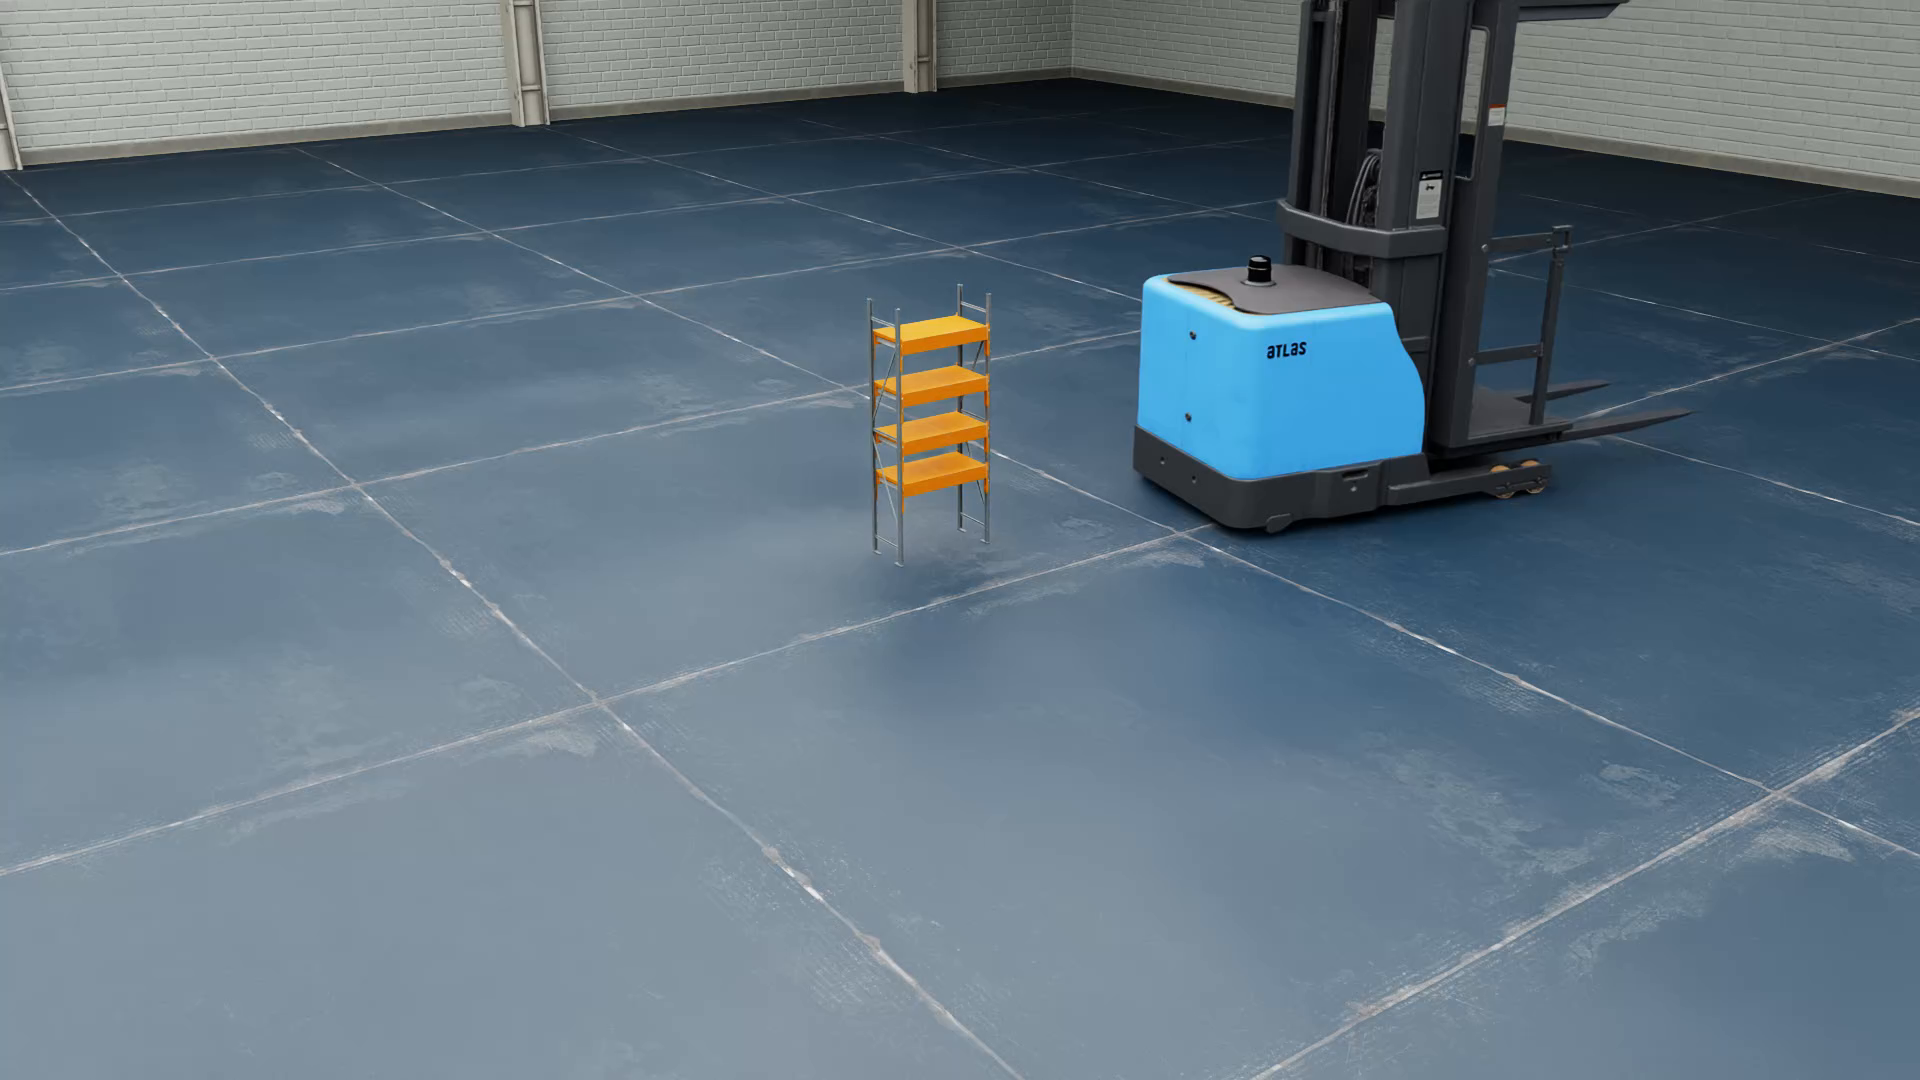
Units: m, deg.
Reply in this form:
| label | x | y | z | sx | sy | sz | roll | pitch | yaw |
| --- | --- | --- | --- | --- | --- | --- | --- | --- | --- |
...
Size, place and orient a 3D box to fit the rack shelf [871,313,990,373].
| label | x | y | z | sx | sy | sz | roll | pitch | yaw |
| --- | --- | --- | --- | --- | --- | --- | --- | --- | --- |
| rack shelf | -0.134 | -0.886 | 7.439 | 0.480 | 0.148 | 0.258 | -15 | 26 | -33 |

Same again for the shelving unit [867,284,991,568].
| label | x | y | z | sx | sy | sz | roll | pitch | yaw |
| --- | --- | --- | --- | --- | --- | --- | --- | --- | --- |
| shelving unit | -0.134 | -0.521 | 7.584 | 0.503 | 1.200 | 0.258 | -15 | 26 | -33 |

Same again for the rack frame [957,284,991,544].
| label | x | y | z | sx | sy | sz | roll | pitch | yaw |
| --- | --- | --- | --- | --- | --- | --- | --- | --- | --- |
| rack frame | 0.064 | -0.574 | 7.717 | 0.015 | 1.200 | 0.240 | -15 | 26 | -33 |

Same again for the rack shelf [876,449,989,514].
| label | x | y | z | sx | sy | sz | roll | pitch | yaw |
| --- | --- | --- | --- | --- | --- | --- | --- | --- | --- |
| rack shelf | -0.134 | -0.275 | 7.683 | 0.480 | 0.148 | 0.258 | -15 | 26 | -33 |

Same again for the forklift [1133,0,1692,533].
| label | x | y | z | sx | sy | sz | roll | pitch | yaw |
| --- | --- | --- | --- | --- | --- | --- | --- | --- | --- |
| forklift | 2.462 | -1.738 | 8.297 | 3.031 | 2.935 | 1.130 | -9 | 24 | -22 |

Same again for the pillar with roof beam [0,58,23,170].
| label | x | y | z | sx | sy | sz | roll | pitch | yaw |
| --- | --- | --- | --- | --- | --- | --- | --- | --- | --- |
| pillar with roof beam | -7.812 | -6.875 | 12.983 | 0.400 | 9.000 | 9.100 | -15 | 26 | -33 |

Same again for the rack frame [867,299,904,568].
| label | x | y | z | sx | sy | sz | roll | pitch | yaw |
| --- | --- | --- | --- | --- | --- | --- | --- | --- | --- |
| rack frame | -0.332 | -0.469 | 7.452 | 0.015 | 1.200 | 0.240 | -15 | 26 | -33 |

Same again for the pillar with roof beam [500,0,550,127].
| label | x | y | z | sx | sy | sz | roll | pitch | yaw |
| --- | --- | --- | --- | --- | --- | --- | --- | --- | --- |
| pillar with roof beam | -2.942 | -8.173 | 16.237 | 0.400 | 9.000 | 9.100 | -15 | 26 | -33 |

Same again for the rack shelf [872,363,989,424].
| label | x | y | z | sx | sy | sz | roll | pitch | yaw |
| --- | --- | --- | --- | --- | --- | --- | --- | --- | --- |
| rack shelf | -0.134 | -0.667 | 7.526 | 0.480 | 0.148 | 0.258 | -15 | 26 | -33 |

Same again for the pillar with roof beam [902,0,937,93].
| label | x | y | z | sx | sy | sz | roll | pitch | yaw |
| --- | --- | --- | --- | --- | --- | --- | --- | --- | --- |
| pillar with roof beam | 1.929 | -9.472 | 19.492 | 0.400 | 9.000 | 9.100 | -15 | 26 | -33 |

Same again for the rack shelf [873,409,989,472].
| label | x | y | z | sx | sy | sz | roll | pitch | yaw |
| --- | --- | --- | --- | --- | --- | --- | --- | --- | --- |
| rack shelf | -0.134 | -0.459 | 7.609 | 0.480 | 0.148 | 0.258 | -15 | 26 | -33 |
